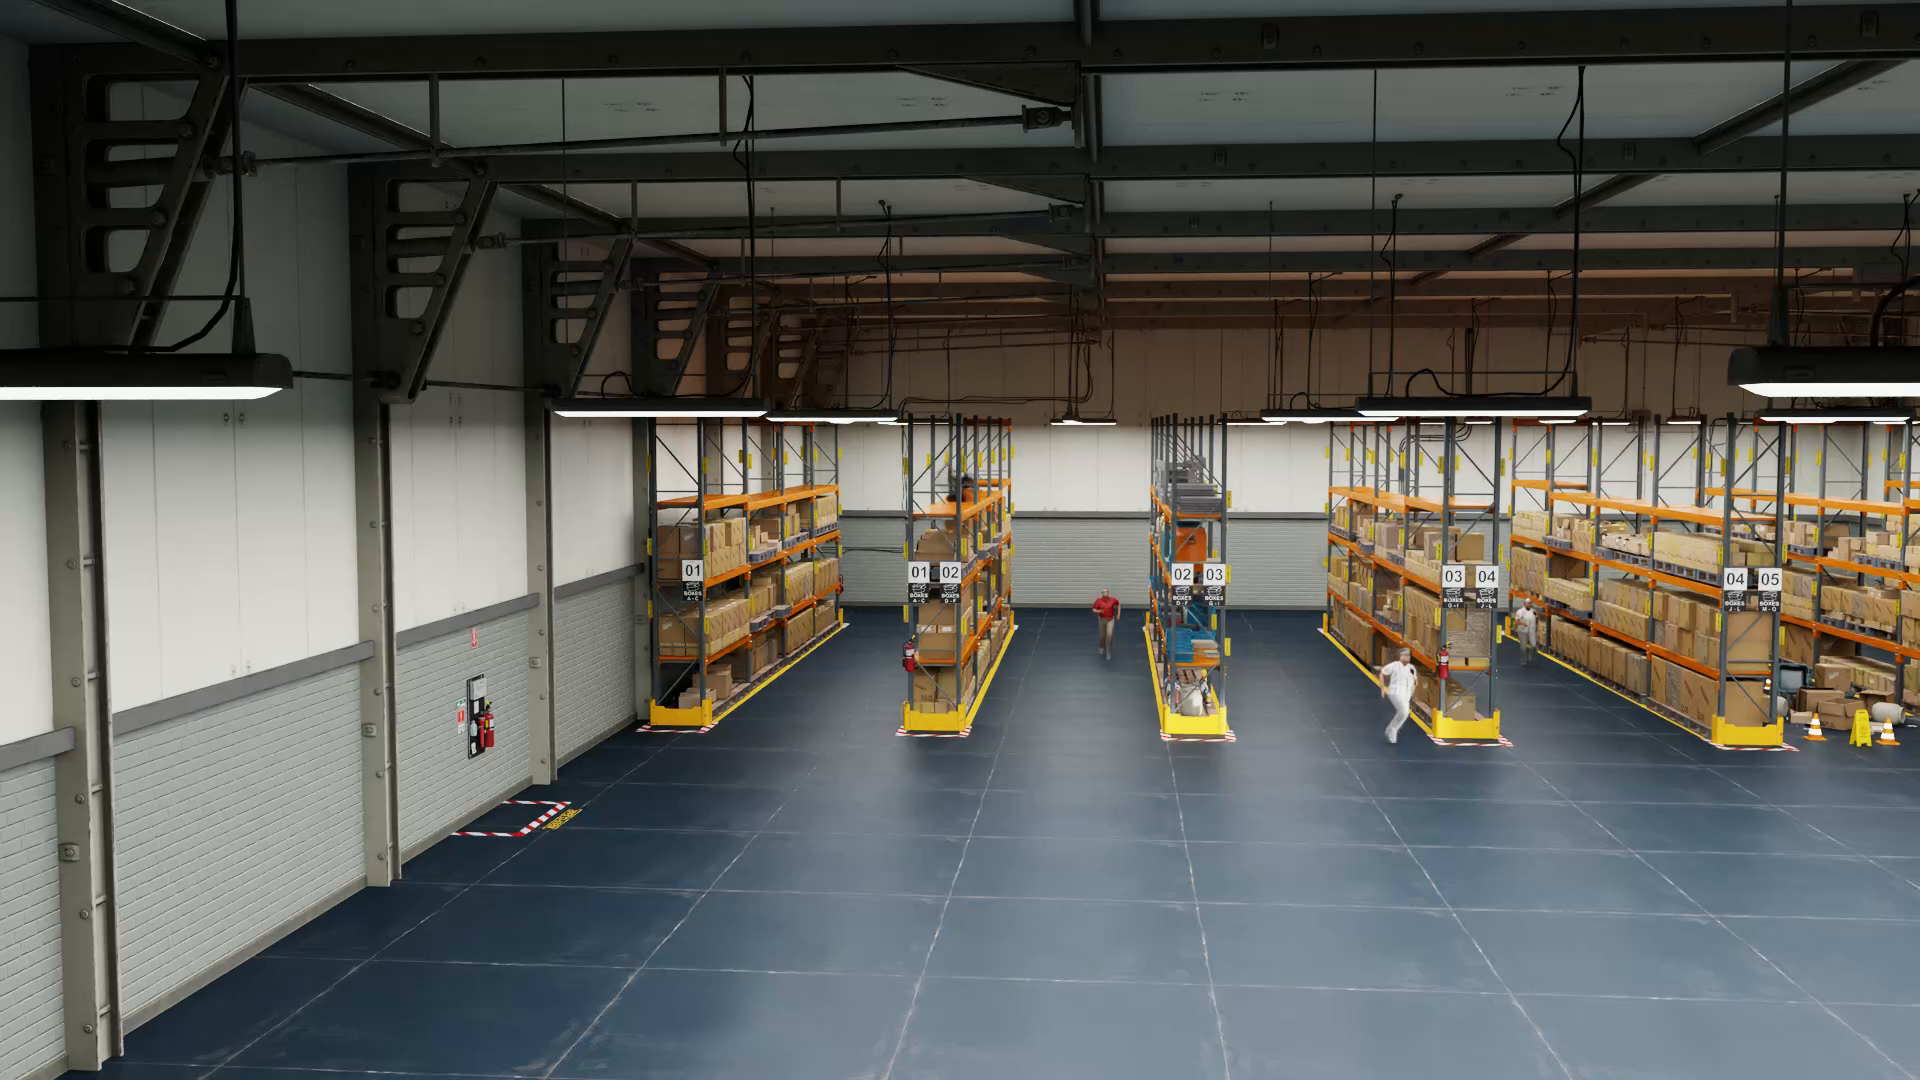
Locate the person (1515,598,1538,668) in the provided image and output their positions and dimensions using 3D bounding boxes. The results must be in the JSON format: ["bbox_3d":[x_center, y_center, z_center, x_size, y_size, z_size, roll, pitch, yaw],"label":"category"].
[{"bbox_3d":[13.583,2.233,39.821,0.593,1.687,0.686,0,4,6],"label":"person"}]

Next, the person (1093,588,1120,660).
[{"bbox_3d":[3.654,2.080,41.475,0.672,1.784,0.930,1,4,9],"label":"person"}]

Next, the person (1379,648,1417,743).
[{"bbox_3d":[8.041,2.812,30.215,0.667,1.713,0.638,-2,4,-24],"label":"person"}]
